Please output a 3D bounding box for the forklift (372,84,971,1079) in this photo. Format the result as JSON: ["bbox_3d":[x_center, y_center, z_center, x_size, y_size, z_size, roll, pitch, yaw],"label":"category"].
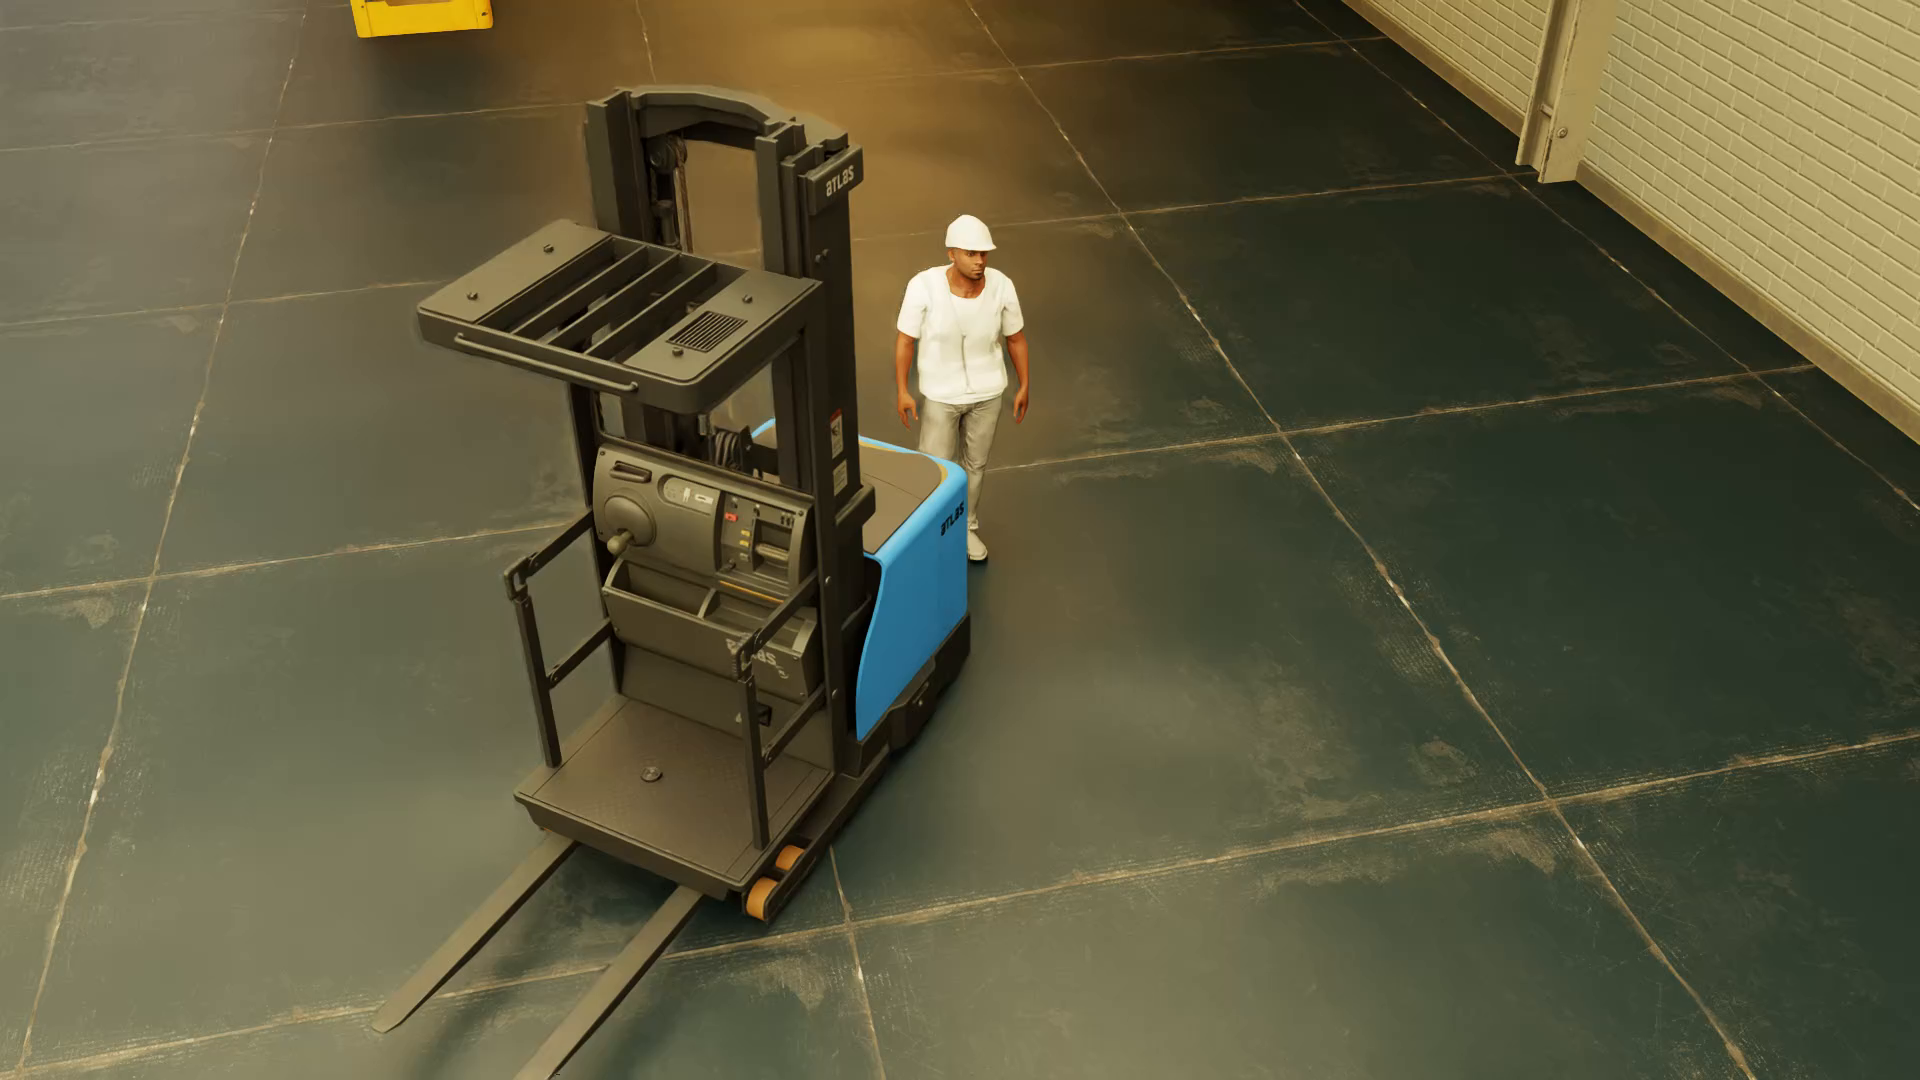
[{"bbox_3d":[-1.073,-0.004,6.056,1.130,2.935,3.031,17,39,22],"label":"forklift"}]

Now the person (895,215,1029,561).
[{"bbox_3d":[0.026,-0.679,7.984,0.668,1.765,0.572,-7,36,-10],"label":"person"}]
